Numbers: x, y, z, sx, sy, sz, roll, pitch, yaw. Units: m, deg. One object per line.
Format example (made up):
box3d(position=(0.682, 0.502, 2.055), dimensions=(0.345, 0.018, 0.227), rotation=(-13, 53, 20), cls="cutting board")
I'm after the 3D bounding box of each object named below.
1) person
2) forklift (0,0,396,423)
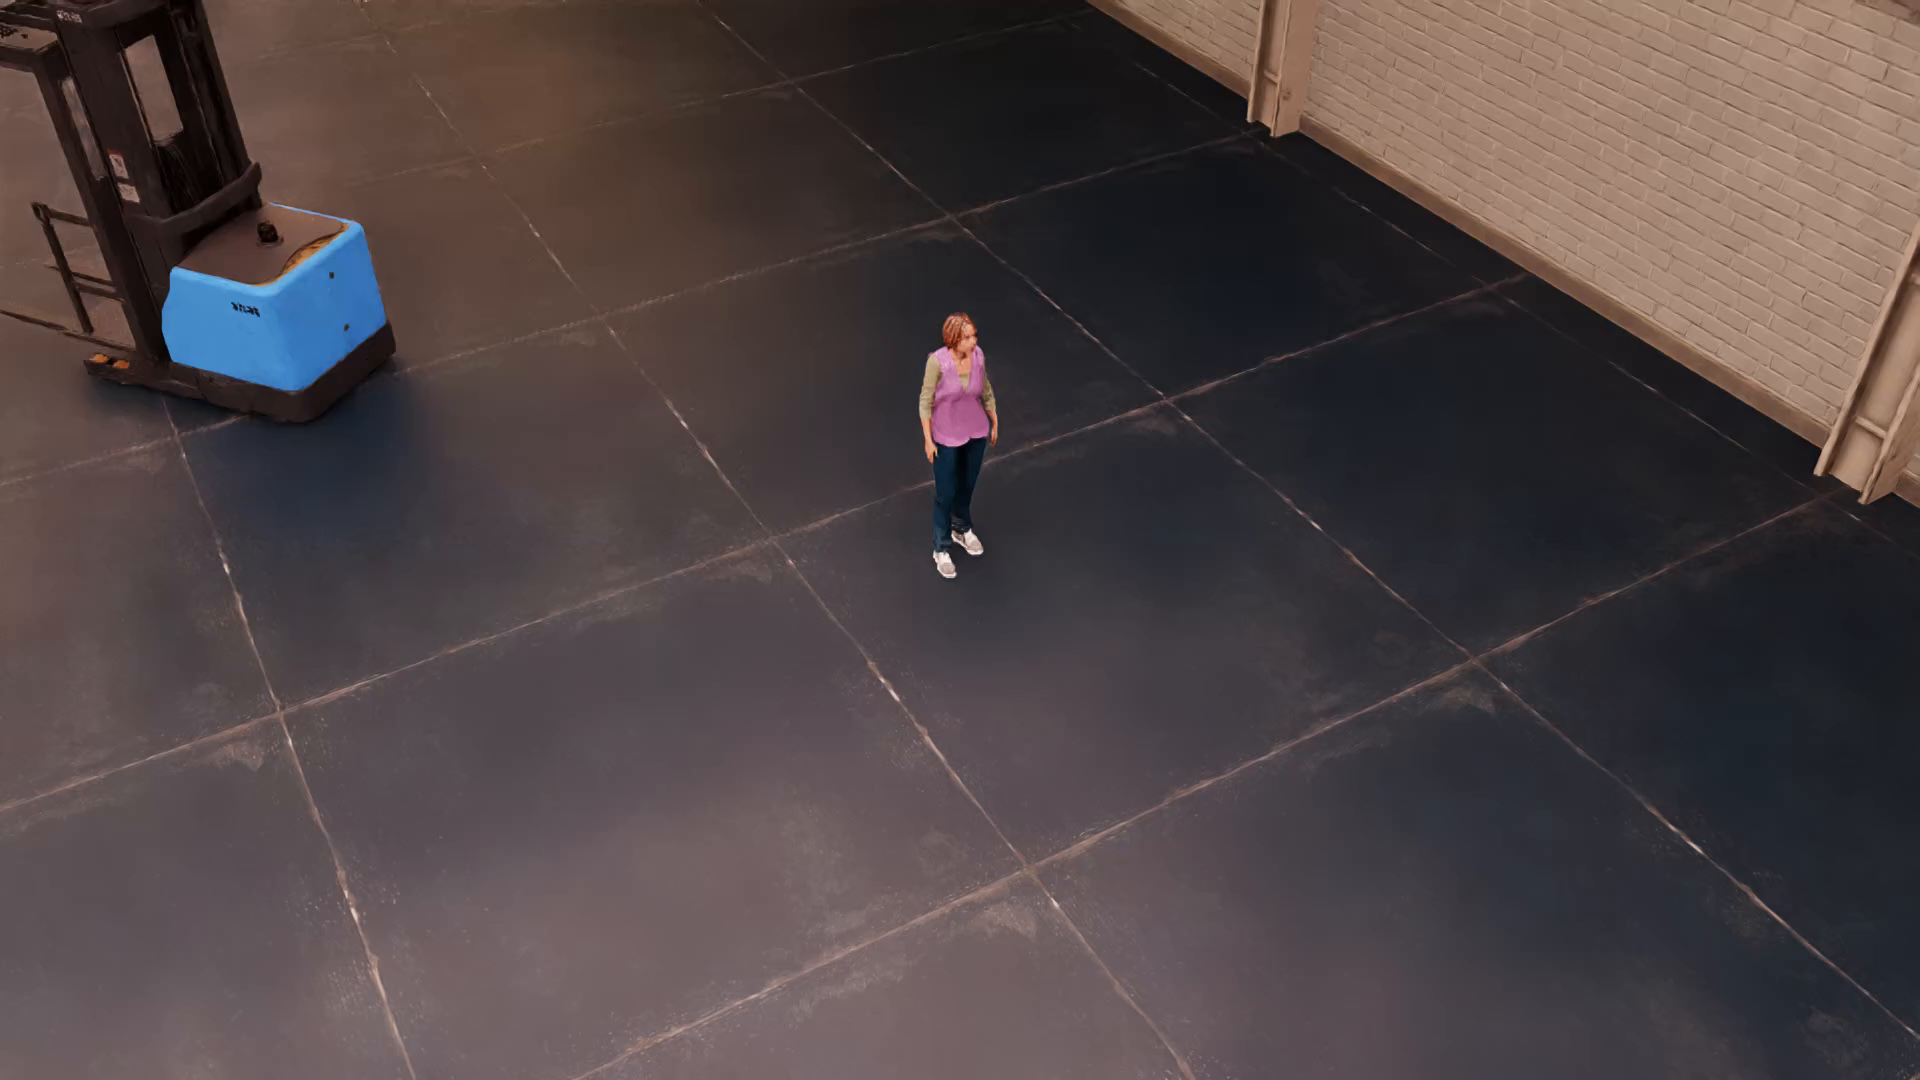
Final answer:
box3d(position=(0.025, -0.575, 9.763), dimensions=(0.520, 1.597, 0.474), rotation=(-20, 44, -23), cls="person")
box3d(position=(-5.589, -2.516, 11.069), dimensions=(3.031, 2.935, 1.130), rotation=(14, 42, 17), cls="forklift")
